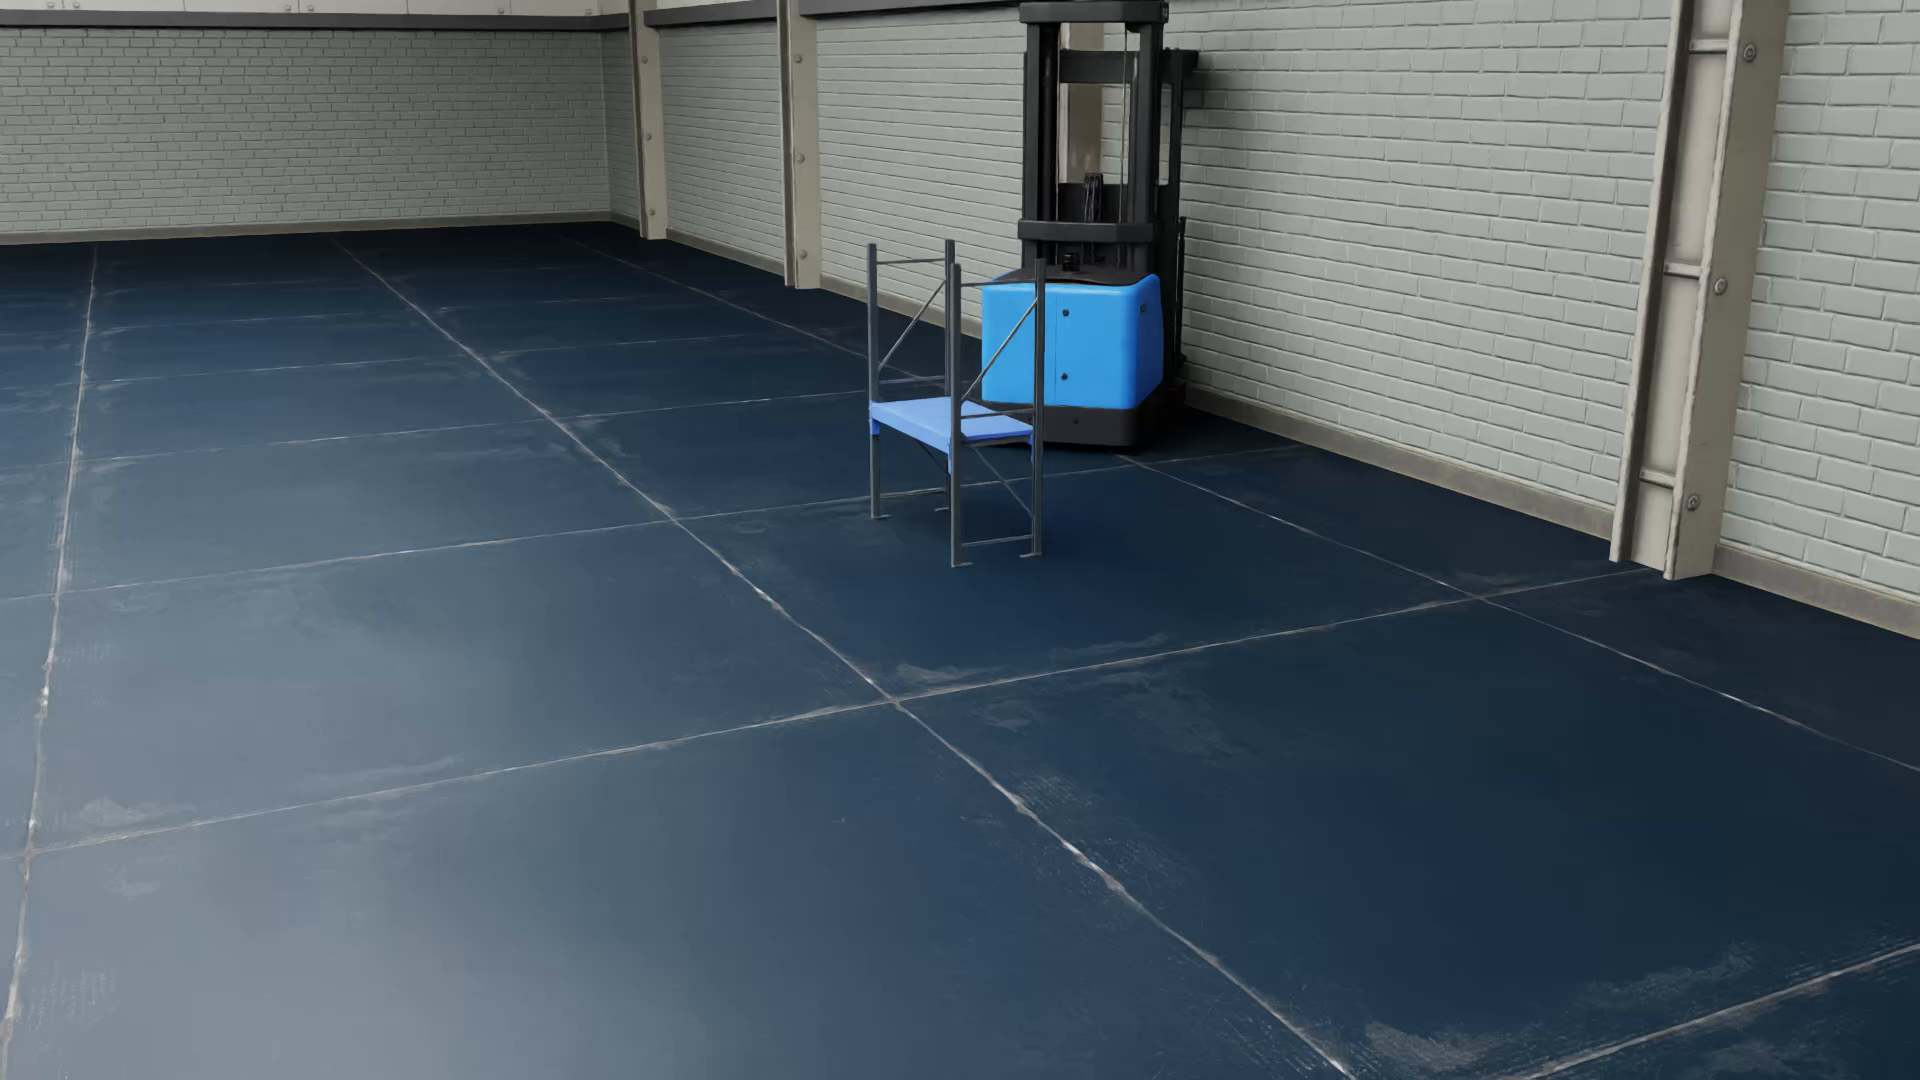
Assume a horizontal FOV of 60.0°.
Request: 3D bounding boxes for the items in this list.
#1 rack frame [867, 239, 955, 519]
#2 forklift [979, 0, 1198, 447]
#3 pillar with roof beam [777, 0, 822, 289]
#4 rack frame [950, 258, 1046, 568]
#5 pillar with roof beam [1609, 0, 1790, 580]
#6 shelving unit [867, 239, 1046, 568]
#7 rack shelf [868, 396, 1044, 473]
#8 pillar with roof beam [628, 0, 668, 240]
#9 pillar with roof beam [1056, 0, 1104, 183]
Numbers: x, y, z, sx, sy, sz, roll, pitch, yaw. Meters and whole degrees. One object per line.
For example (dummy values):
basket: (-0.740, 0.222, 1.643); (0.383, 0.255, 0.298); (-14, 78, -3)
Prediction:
rack frame: (-0.260, -0.868, 9.057); (0.500, 1.500, 0.032); (-8, 18, -25)
forklift: (1.036, -2.369, 11.691); (1.130, 2.935, 3.031); (5, 17, 16)
pillar with roof beam: (-5.624, -6.652, 15.616); (9.100, 9.000, 0.400); (-8, 18, -25)
rack frame: (0.185, -0.616, 8.178); (0.500, 1.500, 0.032); (-8, 18, -25)
pillar with roof beam: (-0.367, -3.676, 5.247); (9.100, 9.000, 0.400); (-8, 18, -25)
shelving unit: (-0.037, -0.742, 8.617); (0.538, 1.500, 1.048); (-8, 18, -25)
rack shelf: (-0.037, -0.569, 8.667); (0.538, 0.185, 1.000); (-8, 18, -25)
pillar with roof beam: (-8.253, -8.140, 20.800); (9.100, 9.000, 0.400); (-8, 18, -25)
pillar with roof beam: (-2.996, -5.164, 10.432); (9.100, 9.000, 0.400); (-8, 18, -25)
